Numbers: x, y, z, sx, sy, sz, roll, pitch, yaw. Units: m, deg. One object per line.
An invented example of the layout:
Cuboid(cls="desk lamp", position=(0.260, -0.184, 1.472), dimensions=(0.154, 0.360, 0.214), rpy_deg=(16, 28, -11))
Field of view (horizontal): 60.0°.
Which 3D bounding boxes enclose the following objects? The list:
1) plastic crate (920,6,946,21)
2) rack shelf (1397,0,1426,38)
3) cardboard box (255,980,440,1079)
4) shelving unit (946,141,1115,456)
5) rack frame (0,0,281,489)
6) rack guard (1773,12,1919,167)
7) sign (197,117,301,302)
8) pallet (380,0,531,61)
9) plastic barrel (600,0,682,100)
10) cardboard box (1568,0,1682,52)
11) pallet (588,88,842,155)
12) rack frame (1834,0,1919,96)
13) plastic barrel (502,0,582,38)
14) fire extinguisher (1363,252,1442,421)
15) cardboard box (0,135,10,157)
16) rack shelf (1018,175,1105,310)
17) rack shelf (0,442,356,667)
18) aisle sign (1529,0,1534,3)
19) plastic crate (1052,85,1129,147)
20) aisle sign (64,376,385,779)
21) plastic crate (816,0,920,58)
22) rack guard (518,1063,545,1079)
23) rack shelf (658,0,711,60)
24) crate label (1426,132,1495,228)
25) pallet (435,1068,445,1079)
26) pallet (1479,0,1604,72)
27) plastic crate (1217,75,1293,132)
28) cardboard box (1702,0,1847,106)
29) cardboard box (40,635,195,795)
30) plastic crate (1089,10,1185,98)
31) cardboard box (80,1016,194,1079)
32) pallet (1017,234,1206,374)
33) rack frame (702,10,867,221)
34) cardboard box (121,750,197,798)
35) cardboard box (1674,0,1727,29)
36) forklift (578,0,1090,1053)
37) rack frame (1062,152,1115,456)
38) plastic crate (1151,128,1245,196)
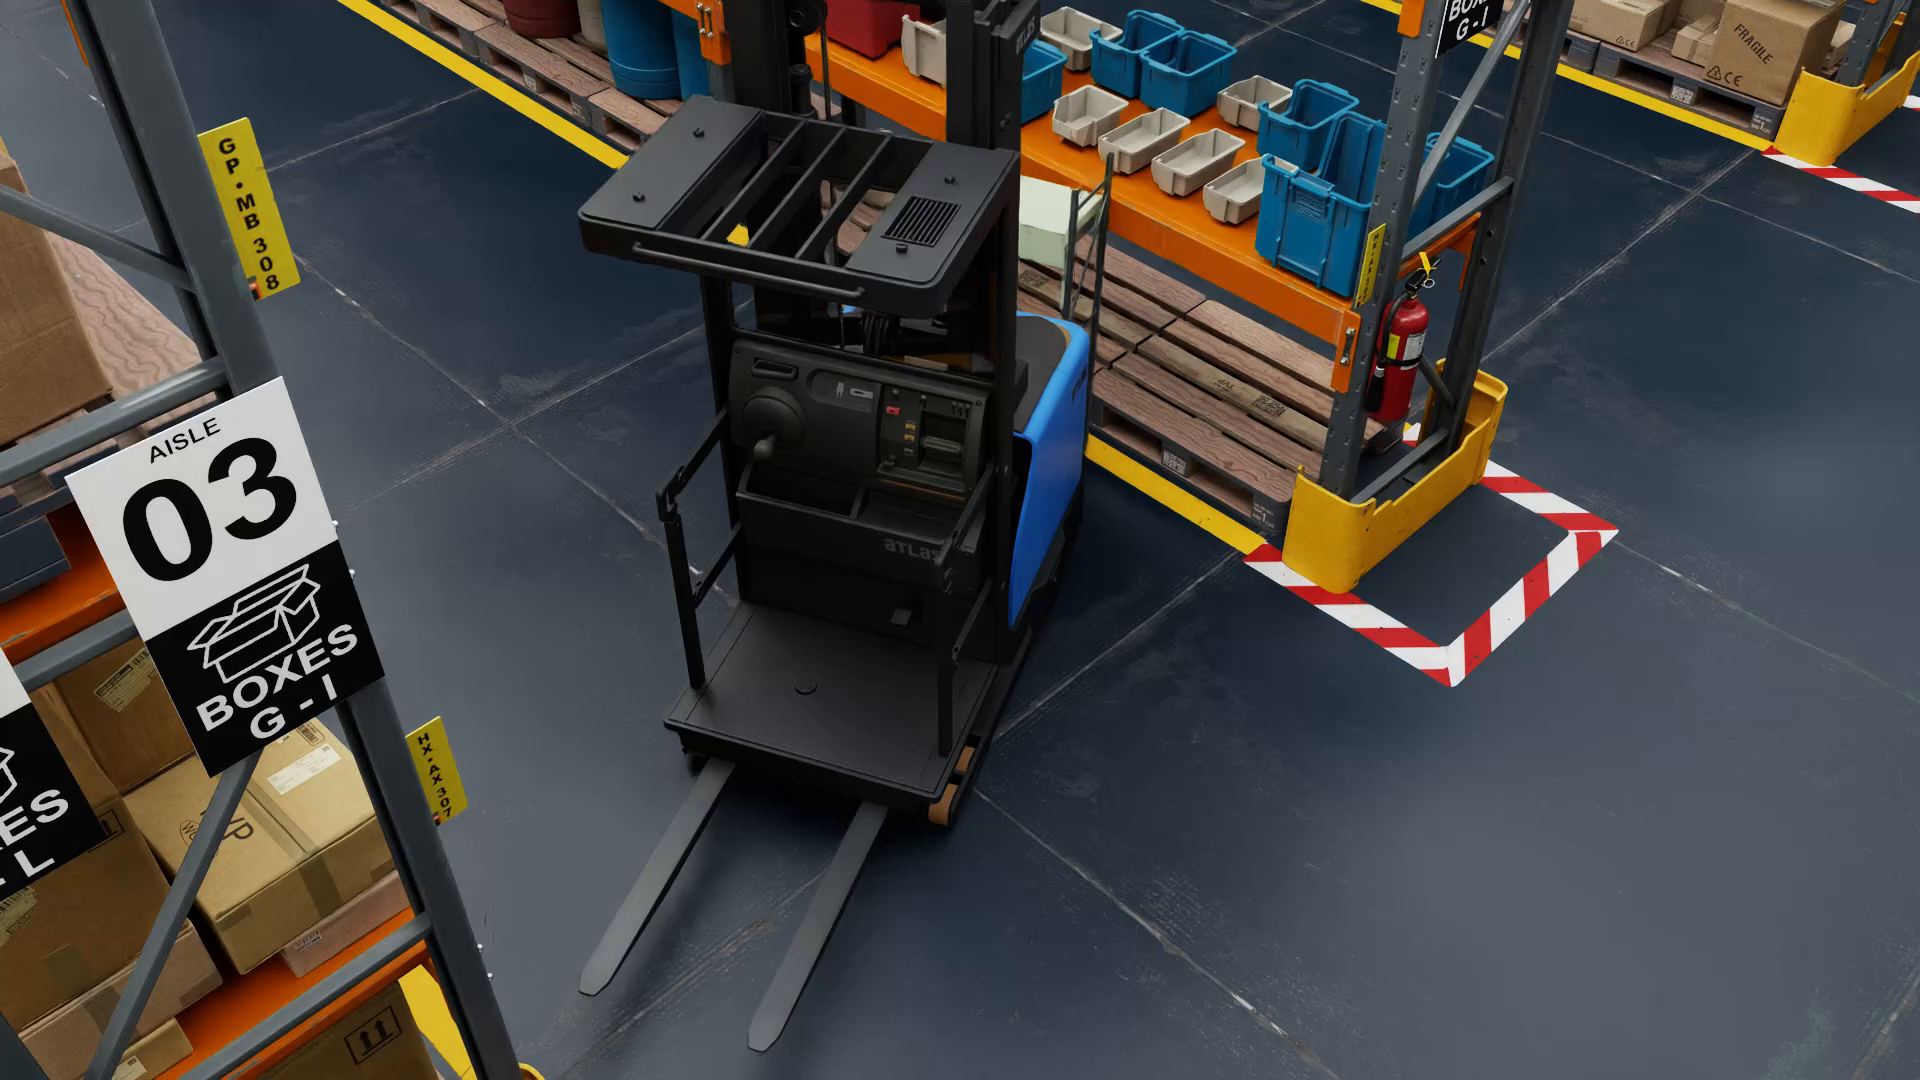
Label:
Cuboid(cls="plastic crate", position=(0.045, -2.653, 8.187), dimensions=(0.437, 0.125, 0.590), rpy_deg=(-34, 53, -31))
Cuboid(cls="rack shelf", position=(0.477, -3.017, 6.742), dimensions=(1.077, 0.370, 4.000), rpy_deg=(-34, 53, -31))
Cuboid(cls="cardboard box", position=(-2.126, 1.512, 4.777), dimensions=(0.875, 0.875, 0.875), rpy_deg=(-34, 53, -31))
Cuboid(cls="shelving unit", position=(0.192, -1.015, 7.328), dimensions=(0.755, 1.500, 0.431), rpy_deg=(18, 41, 20))
Cuboid(cls="rack frame", position=(-1.617, -1.048, 1.871), dimensions=(1.000, 3.000, 0.127), rpy_deg=(-34, 53, -31))
Cuboid(cls="rack guard", position=(5.345, -2.710, 9.931), dimensions=(1.175, 0.500, 0.348), rpy_deg=(-34, 53, -31))
Cuboid(cls="sign", position=(-1.220, -0.560, 2.851), dimensions=(0.100, 0.325, 0.005), rpy_deg=(-34, 53, -31))
Cuboid(cls="pallet", position=(-3.174, -3.680, 11.194), dimensions=(1.003, 0.211, 1.213), rpy_deg=(-34, 53, -31))
Cuboid(cls="plastic barrel", position=(-1.808, -3.134, 9.786), dimensions=(0.600, 0.901, 0.708), rpy_deg=(-34, 53, -31))
Cuboid(cls="cardboard box", position=(4.191, -3.357, 10.492), dimensions=(0.500, 0.250, 0.500), rpy_deg=(-34, 53, -31))
Cuboid(cls="pallet", position=(-1.451, -2.508, 9.926), dimensions=(1.003, 0.211, 1.213), rpy_deg=(-34, 53, -31))
Cuboid(cls="rack frame", position=(5.399, -3.591, 9.044), dimensions=(1.000, 3.000, 0.127), rpy_deg=(-34, 53, -31))
Cuboid(cls="plastic barrel", position=(-2.605, -3.562, 10.479), dimensions=(0.600, 0.588, 0.708), rpy_deg=(-34, 53, -31))
Cuboid(cls="fire extinguisher", position=(1.674, -0.763, 6.315), dimensions=(0.296, 0.674, 0.183), rpy_deg=(-34, 53, -31))
Cuboid(cls="cardboard box", position=(-2.335, -0.727, 3.277), dimensions=(0.500, 0.500, 0.700), rpy_deg=(32, 52, 30))
Cuboid(cls="rack shelf", position=(0.204, -1.322, 7.088), dimensions=(0.720, 0.370, 0.431), rpy_deg=(18, 41, 20))
Cuboid(cls="rack shelf", position=(-3.030, -0.644, 4.174), dimensions=(1.077, 0.370, 4.000), rpy_deg=(-34, 53, -31))
Cuboid(cls="aisle sign", position=(2.151, -2.282, 5.711), dimensions=(0.394, 0.787, 0.004), rpy_deg=(-34, 53, -31))
Cuboid(cls="plastic crate", position=(0.555, -1.851, 7.310), dimensions=(0.298, 0.136, 0.250), rpy_deg=(-34, 53, -31))
Cuboid(cls="aisle sign", position=(-1.354, 0.091, 3.143), dimensions=(0.394, 0.787, 0.004), rpy_deg=(-34, 53, -31))
Cuboid(cls="plastic crate", position=(-0.482, -2.637, 7.920), dimensions=(0.402, 0.464, 0.583), rpy_deg=(-34, 53, -31))
Cuboid(cls="rack guard", position=(-1.600, 2.084, 4.743), dimensions=(1.175, 0.500, 0.348), rpy_deg=(-34, 53, -31))
Cuboid(cls="rack shelf", position=(-2.348, -3.838, 9.840), dimensions=(1.077, 0.370, 4.000), rpy_deg=(-34, 53, -31))
Cuboid(cls="crate label", position=(1.948, -1.456, 6.812), dimensions=(0.416, 0.233, 0.303), rpy_deg=(-34, 53, -31))
Cuboid(cls="pallet", position=(-2.237, 1.832, 5.229), dimensions=(1.003, 0.211, 1.213), rpy_deg=(-34, 53, -31))
Cuboid(cls="pallet", position=(3.924, -3.572, 11.078), dimensions=(1.003, 0.211, 1.213), rpy_deg=(-34, 53, -31))
Cuboid(cls="plastic crate", position=(1.301, -1.940, 7.407), dimensions=(0.250, 0.136, 0.298), rpy_deg=(-34, 53, -31))
Cuboid(cls="cardboard box", position=(4.841, -2.978, 9.897), dimensions=(0.500, 0.500, 0.500), rpy_deg=(-34, 53, -31))
Cuboid(cls="cardboard box", position=(-2.118, 0.225, 4.252), dimensions=(0.500, 0.500, 0.500), rpy_deg=(33, 52, 30))
Cuboid(cls="plastic crate", position=(0.806, -2.233, 7.653), dimensions=(0.416, 0.233, 0.300), rpy_deg=(-34, 53, -31))
Cuboid(cls="cardboard box", position=(-2.102, 1.234, 4.007), dimensions=(0.380, 0.149, 0.250), rpy_deg=(-33, 52, -31))
Cuboid(cls="pallet", position=(0.477, -1.196, 8.506), dimensions=(1.003, 0.211, 1.213), rpy_deg=(-34, 53, -31))
Cuboid(cls="rack frame", position=(-0.935, -3.141, 8.556), dimensions=(1.000, 3.000, 0.127), rpy_deg=(-34, 53, -31))
Cuboid(cls="cardboard box", position=(-2.137, 0.494, 4.514), dimensions=(0.500, 0.250, 0.500), rpy_deg=(34, 52, 31))
Cuboid(cls="cardboard box", position=(4.863, -3.380, 10.517), dimensions=(0.500, 0.250, 0.500), rpy_deg=(-34, 53, -31))
Cuboid(cls="forklift", position=(-0.430, -0.328, 5.563), dimensions=(1.130, 2.935, 3.031), rpy_deg=(14, 44, 14))
Cuboid(cls="rack frame", position=(0.520, -0.906, 7.205), dimensions=(0.023, 1.500, 0.400), rpy_deg=(18, 41, 20))
Cuboid(cls="plastic crate", position=(0.991, -1.595, 7.034), dimensions=(0.396, 0.136, 0.243), rpy_deg=(-34, 53, -31))
